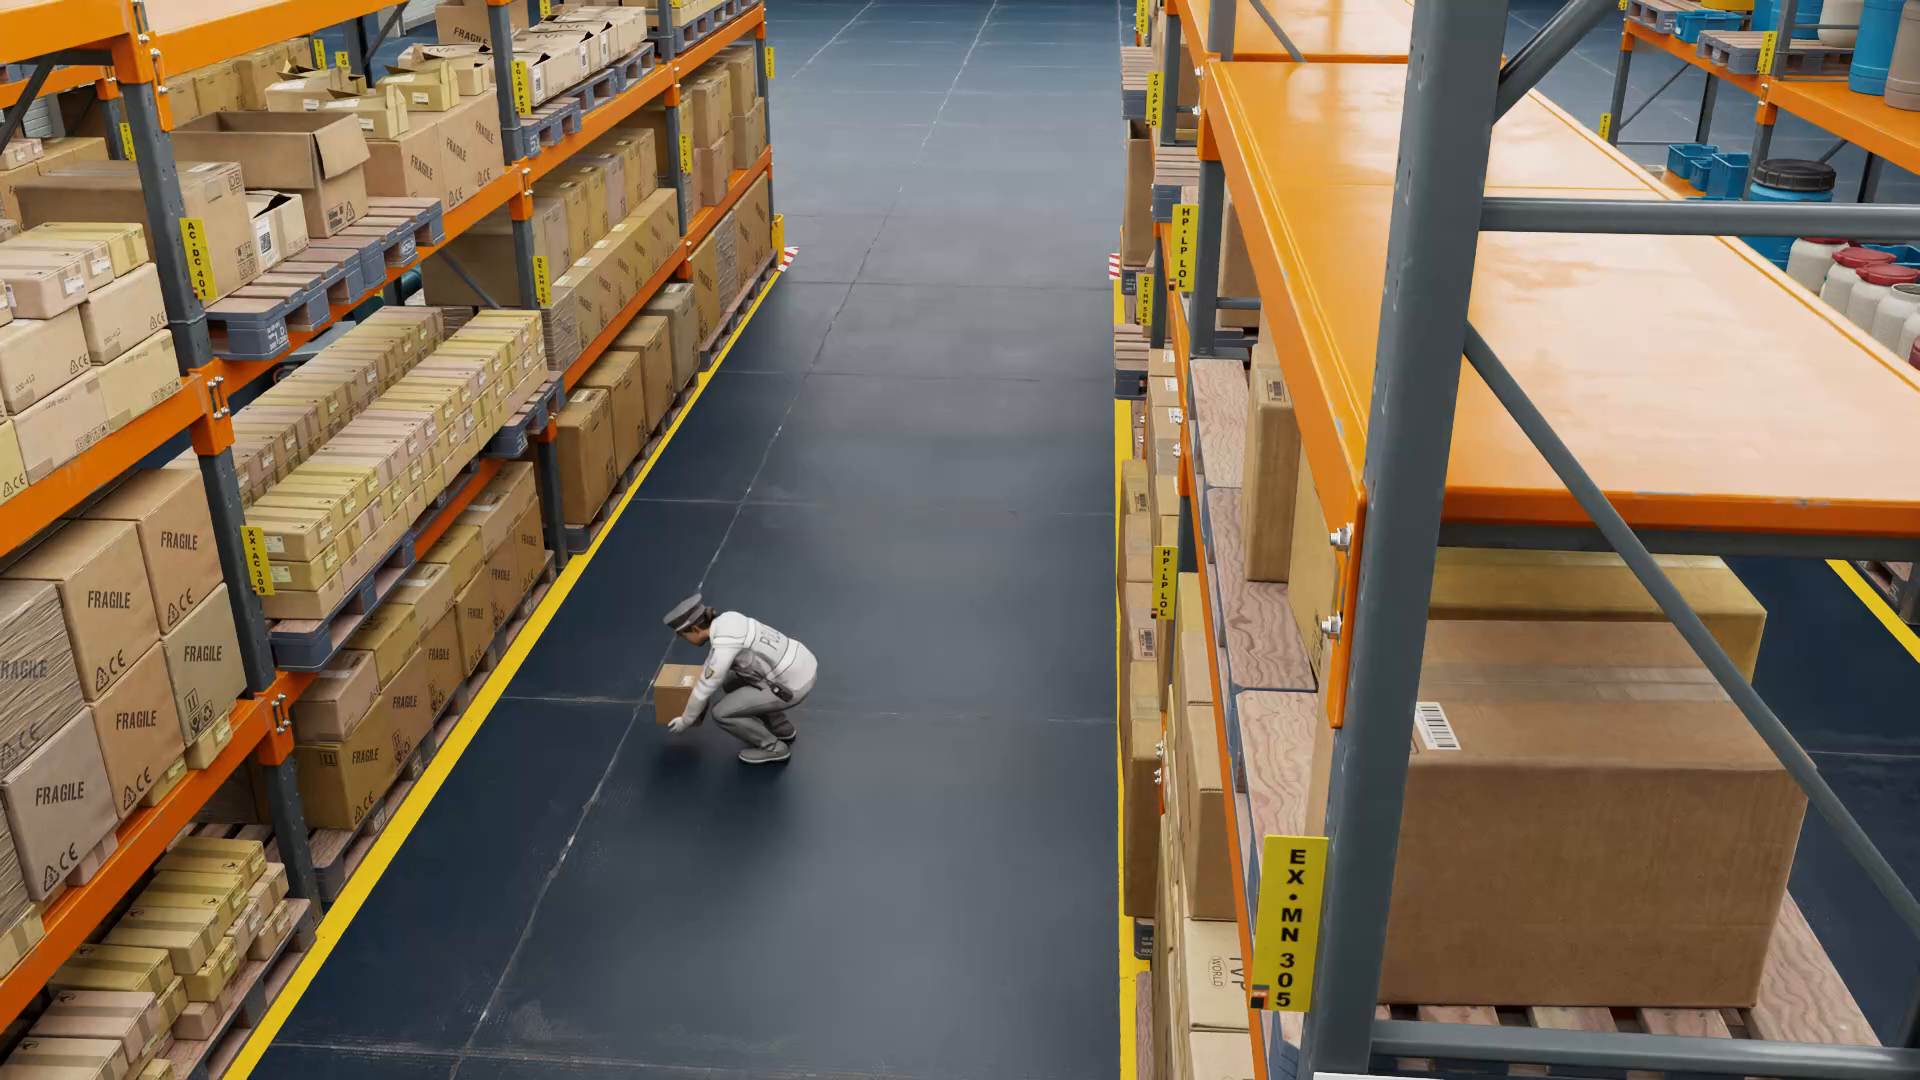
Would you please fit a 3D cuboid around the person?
[{"bbox_3d":[-1.209,0.746,9.202,0.819,0.975,0.493,2,25,4],"label":"person"}]
